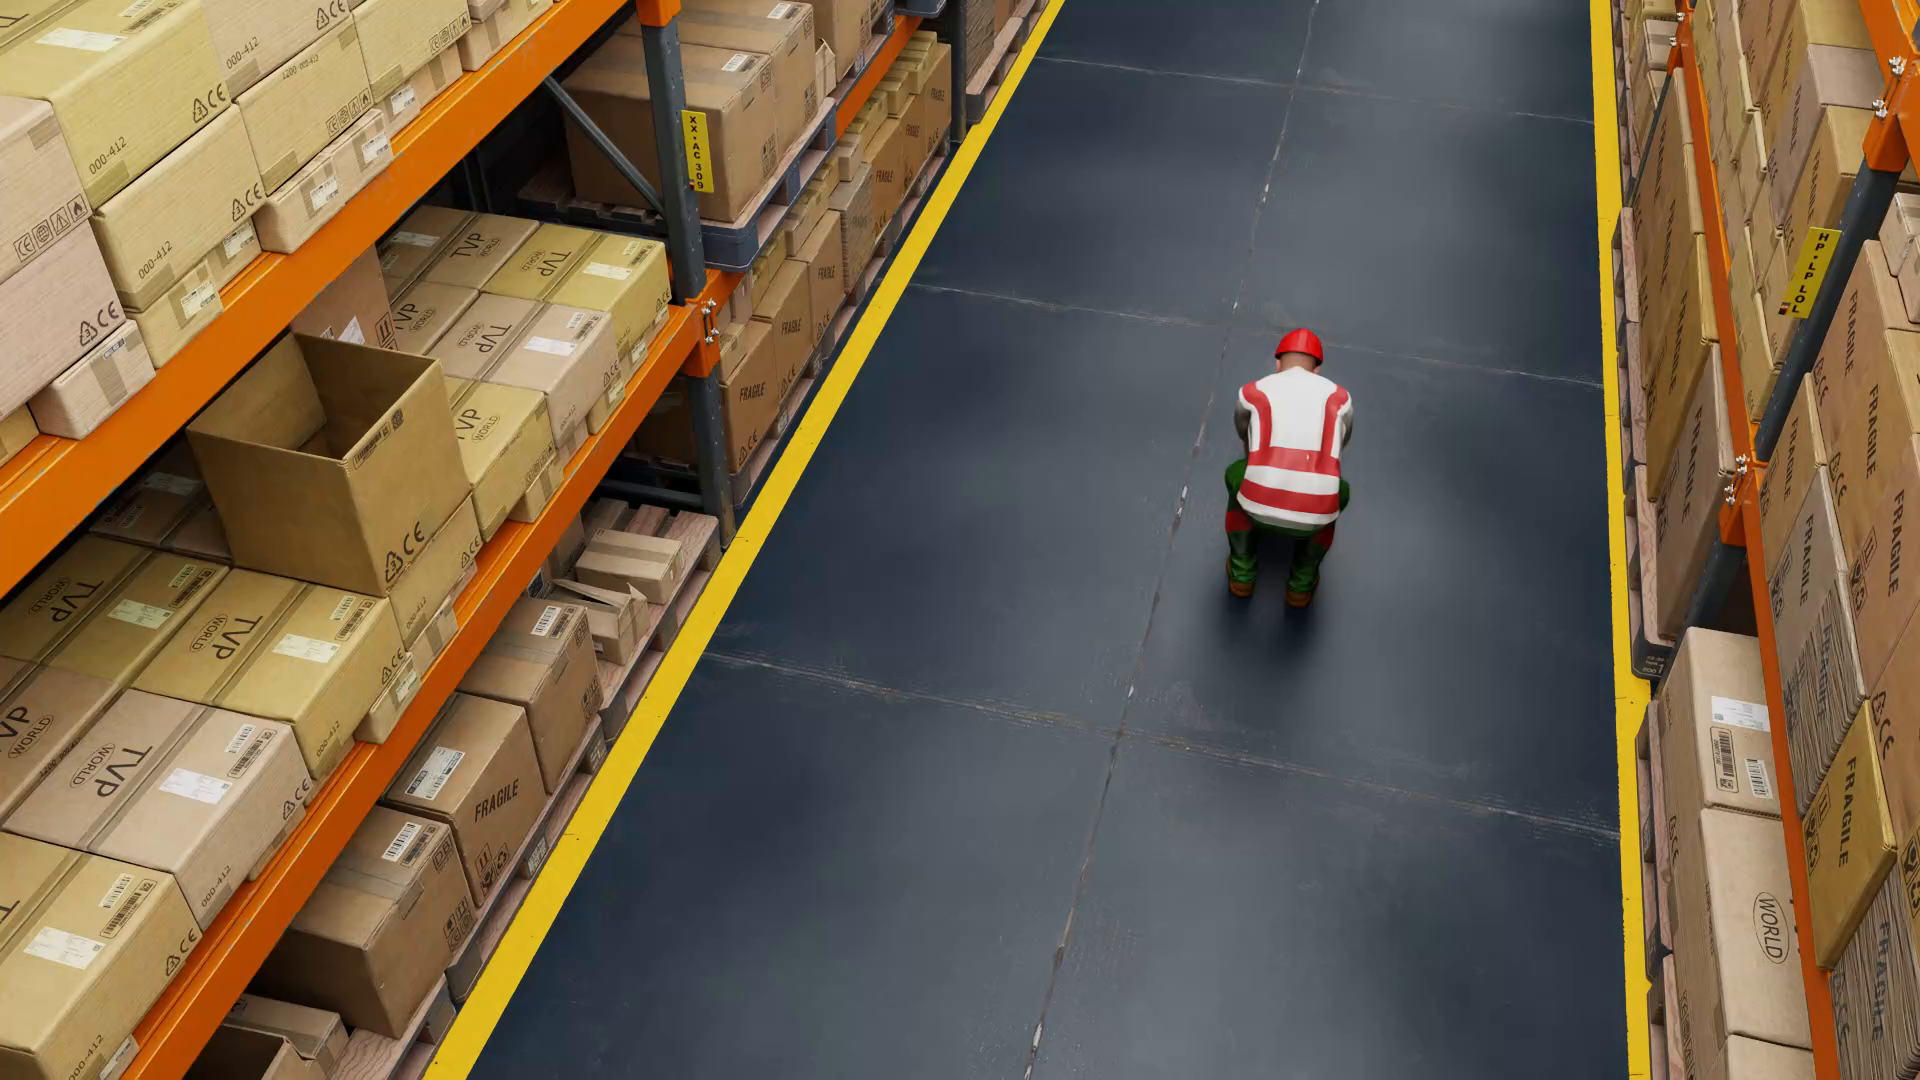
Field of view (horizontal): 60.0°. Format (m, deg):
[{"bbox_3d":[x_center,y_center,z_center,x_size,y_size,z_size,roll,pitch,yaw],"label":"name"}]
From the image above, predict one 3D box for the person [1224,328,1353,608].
[{"bbox_3d":[1.398,-0.277,7.082,0.530,0.985,0.922,9,41,10],"label":"person"}]
